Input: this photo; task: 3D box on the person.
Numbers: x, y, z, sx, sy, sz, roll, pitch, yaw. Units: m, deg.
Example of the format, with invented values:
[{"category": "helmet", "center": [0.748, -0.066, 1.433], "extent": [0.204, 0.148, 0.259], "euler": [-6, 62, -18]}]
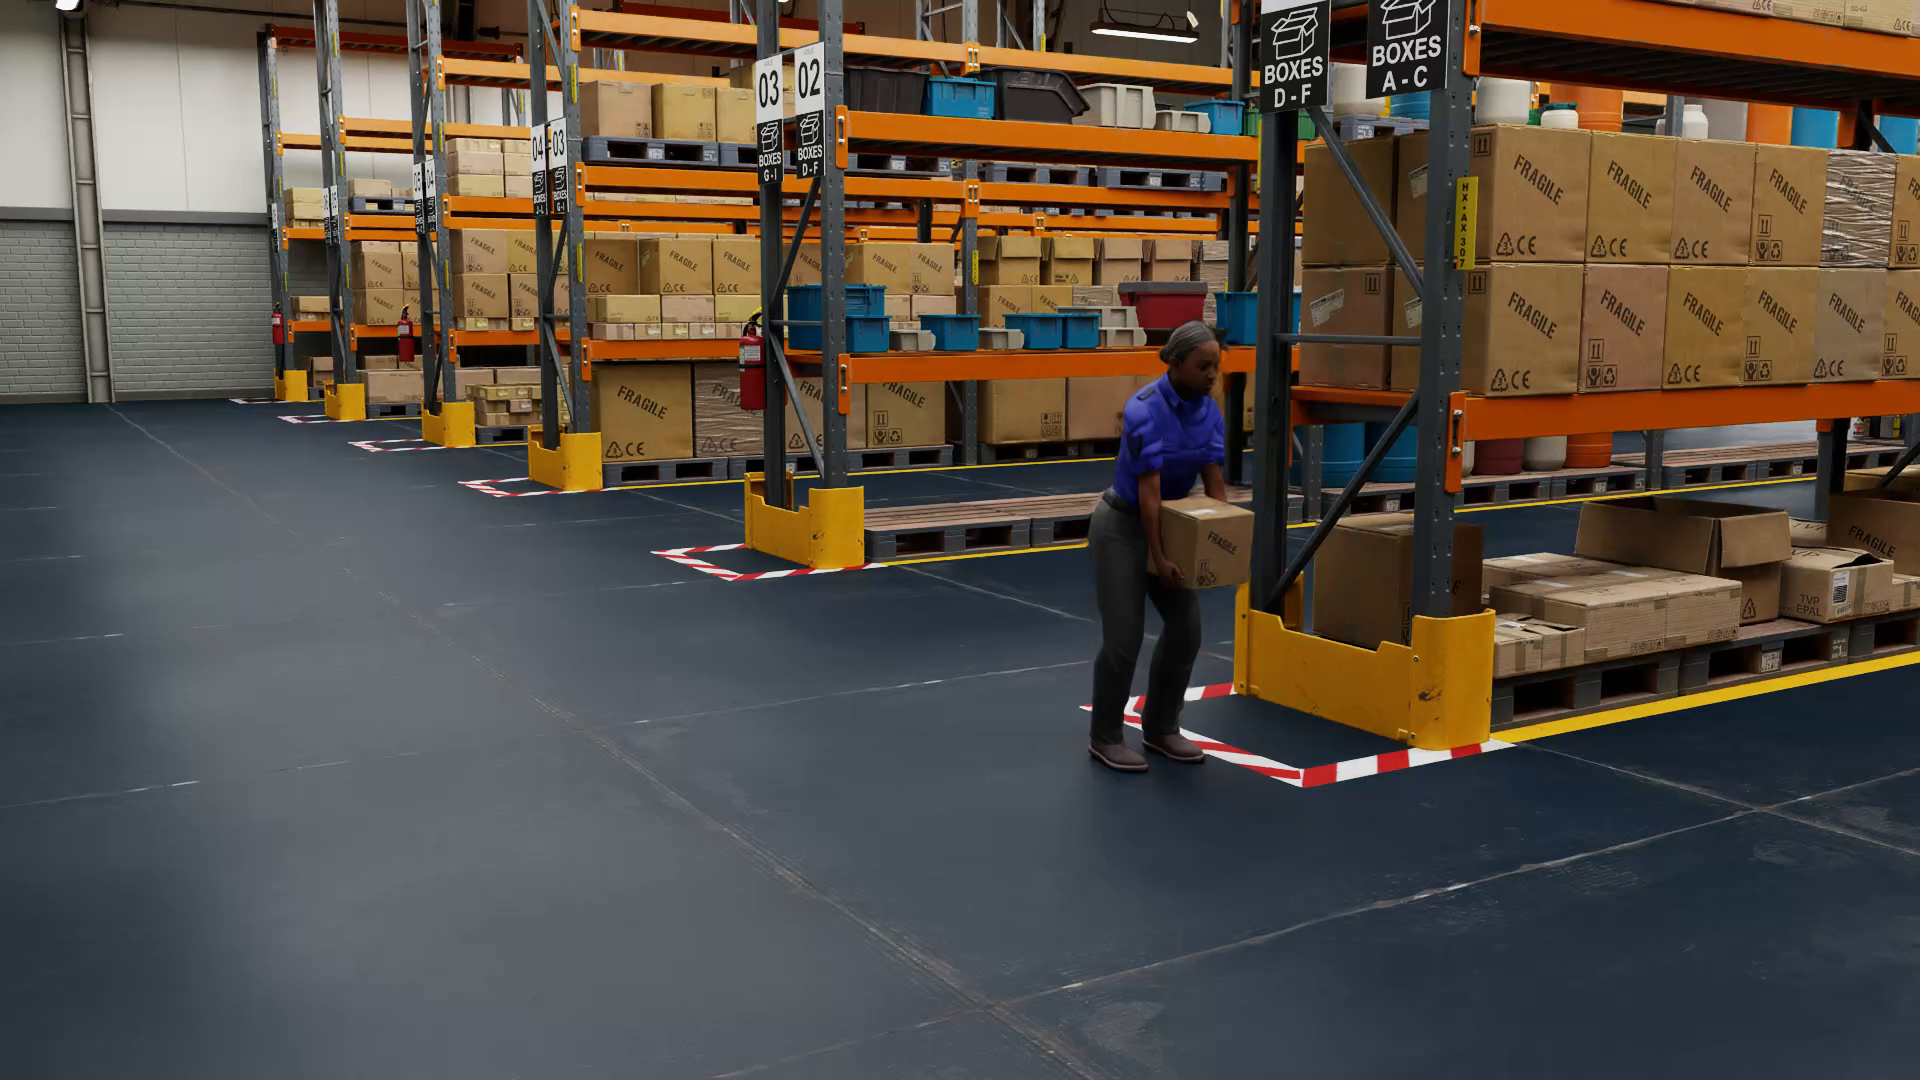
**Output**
[{"category": "person", "center": [0.729, 0.031, 5.910], "extent": [0.412, 1.587, 0.561], "euler": [-5, 10, -32]}]
